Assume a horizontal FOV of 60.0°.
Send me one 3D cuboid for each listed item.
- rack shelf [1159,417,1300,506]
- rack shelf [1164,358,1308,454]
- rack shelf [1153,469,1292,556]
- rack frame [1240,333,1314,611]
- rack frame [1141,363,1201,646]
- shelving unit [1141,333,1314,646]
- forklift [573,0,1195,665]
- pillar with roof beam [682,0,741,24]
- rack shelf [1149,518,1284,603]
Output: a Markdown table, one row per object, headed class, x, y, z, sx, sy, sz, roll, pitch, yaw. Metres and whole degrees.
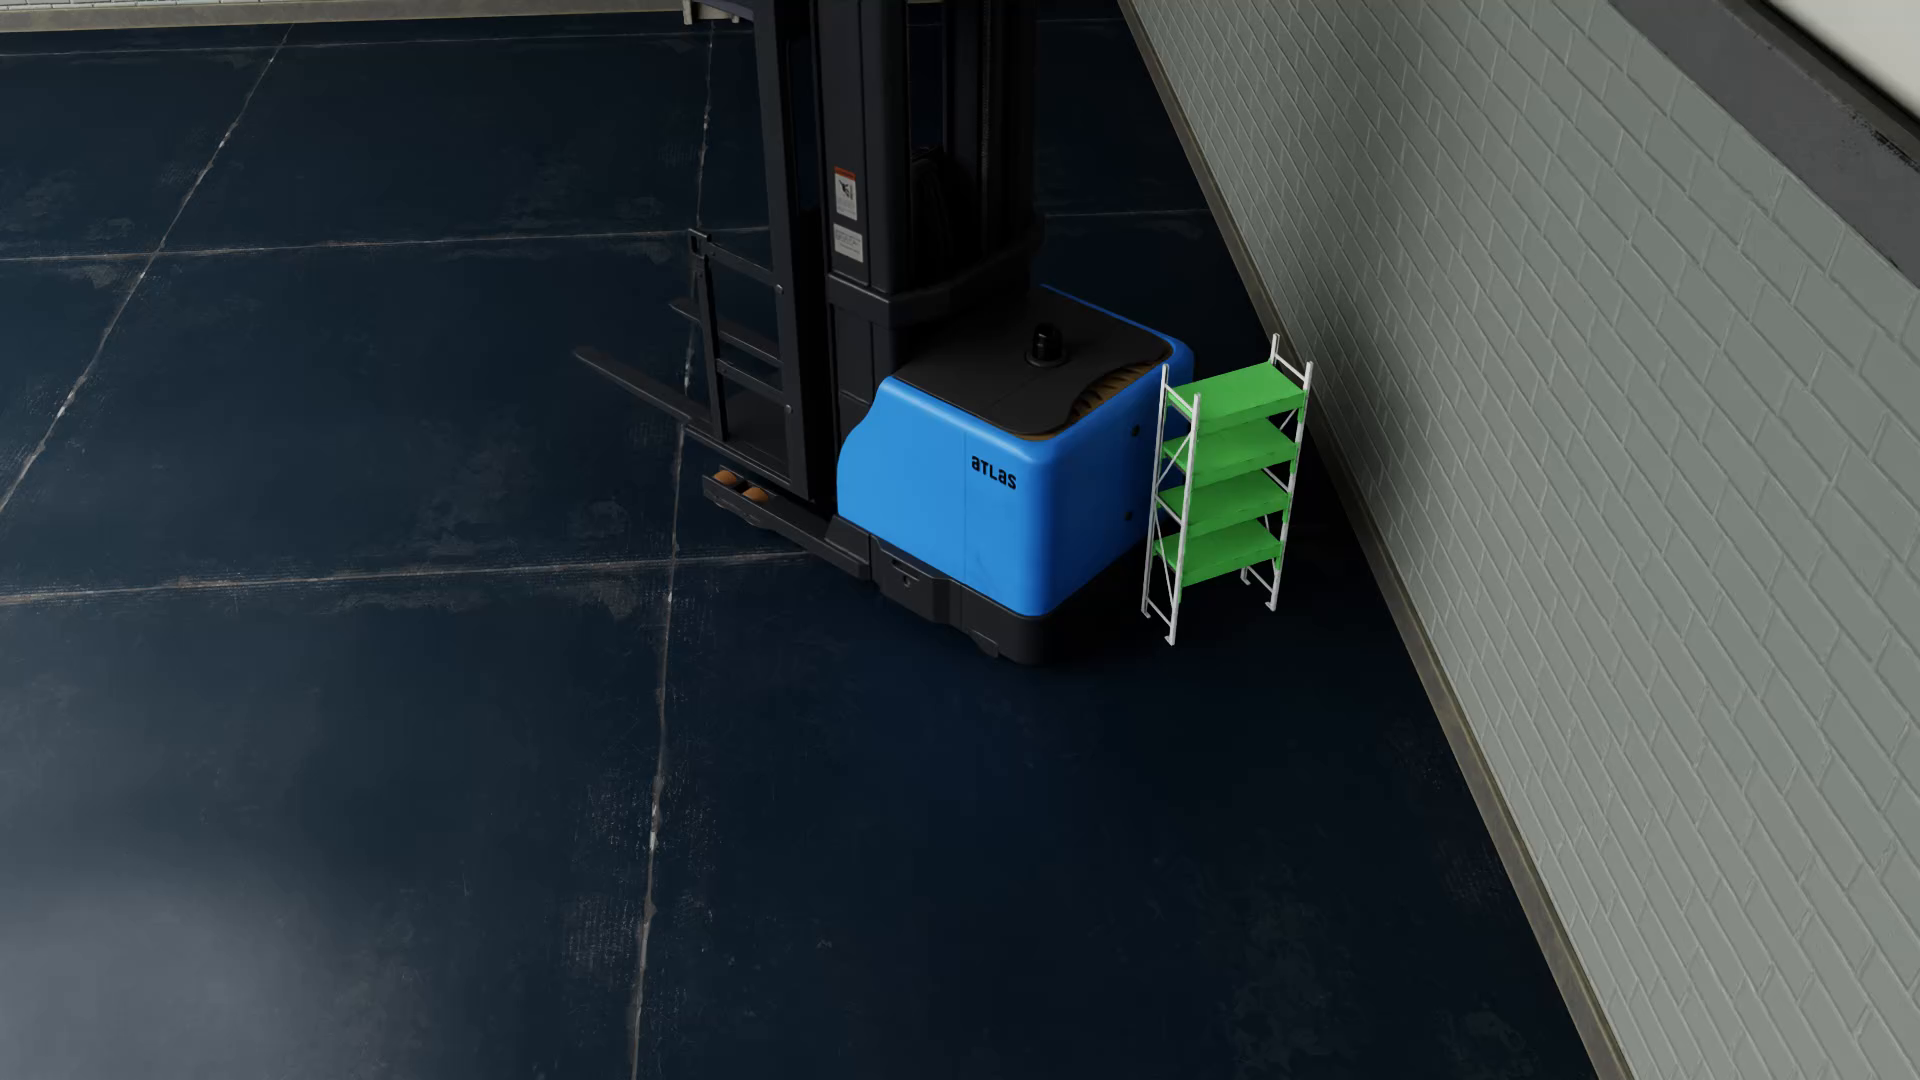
| class | x | y | z | sx | sy | sz | roll | pitch | yaw |
| --- | --- | --- | --- | --- | --- | --- | --- | --- | --- |
| rack shelf | 1.027 | -0.318 | 6.400 | 0.480 | 0.148 | 0.258 | -17 | 41 | -20 |
| rack shelf | 1.027 | -0.506 | 6.251 | 0.480 | 0.148 | 0.258 | -17 | 41 | -20 |
| rack shelf | 1.027 | -0.129 | 6.548 | 0.480 | 0.148 | 0.258 | -17 | 41 | -20 |
| rack frame | 1.247 | -0.245 | 6.592 | 0.015 | 1.200 | 0.240 | -17 | 41 | -20 |
| rack frame | 0.808 | -0.114 | 6.425 | 0.015 | 1.200 | 0.240 | -17 | 41 | -20 |
| shelving unit | 1.027 | -0.179 | 6.509 | 0.503 | 1.200 | 0.258 | -17 | 41 | -20 |
| forklift | -0.512 | -1.435 | 6.703 | 3.031 | 2.935 | 1.130 | 28 | 46 | 31 |
| pillar with roof beam | -1.413 | -4.687 | 5.926 | 0.400 | 9.000 | 9.100 | -3 | 38 | -4 |
| rack shelf | 1.027 | 0.059 | 6.697 | 0.480 | 0.148 | 0.258 | -17 | 41 | -20 |
